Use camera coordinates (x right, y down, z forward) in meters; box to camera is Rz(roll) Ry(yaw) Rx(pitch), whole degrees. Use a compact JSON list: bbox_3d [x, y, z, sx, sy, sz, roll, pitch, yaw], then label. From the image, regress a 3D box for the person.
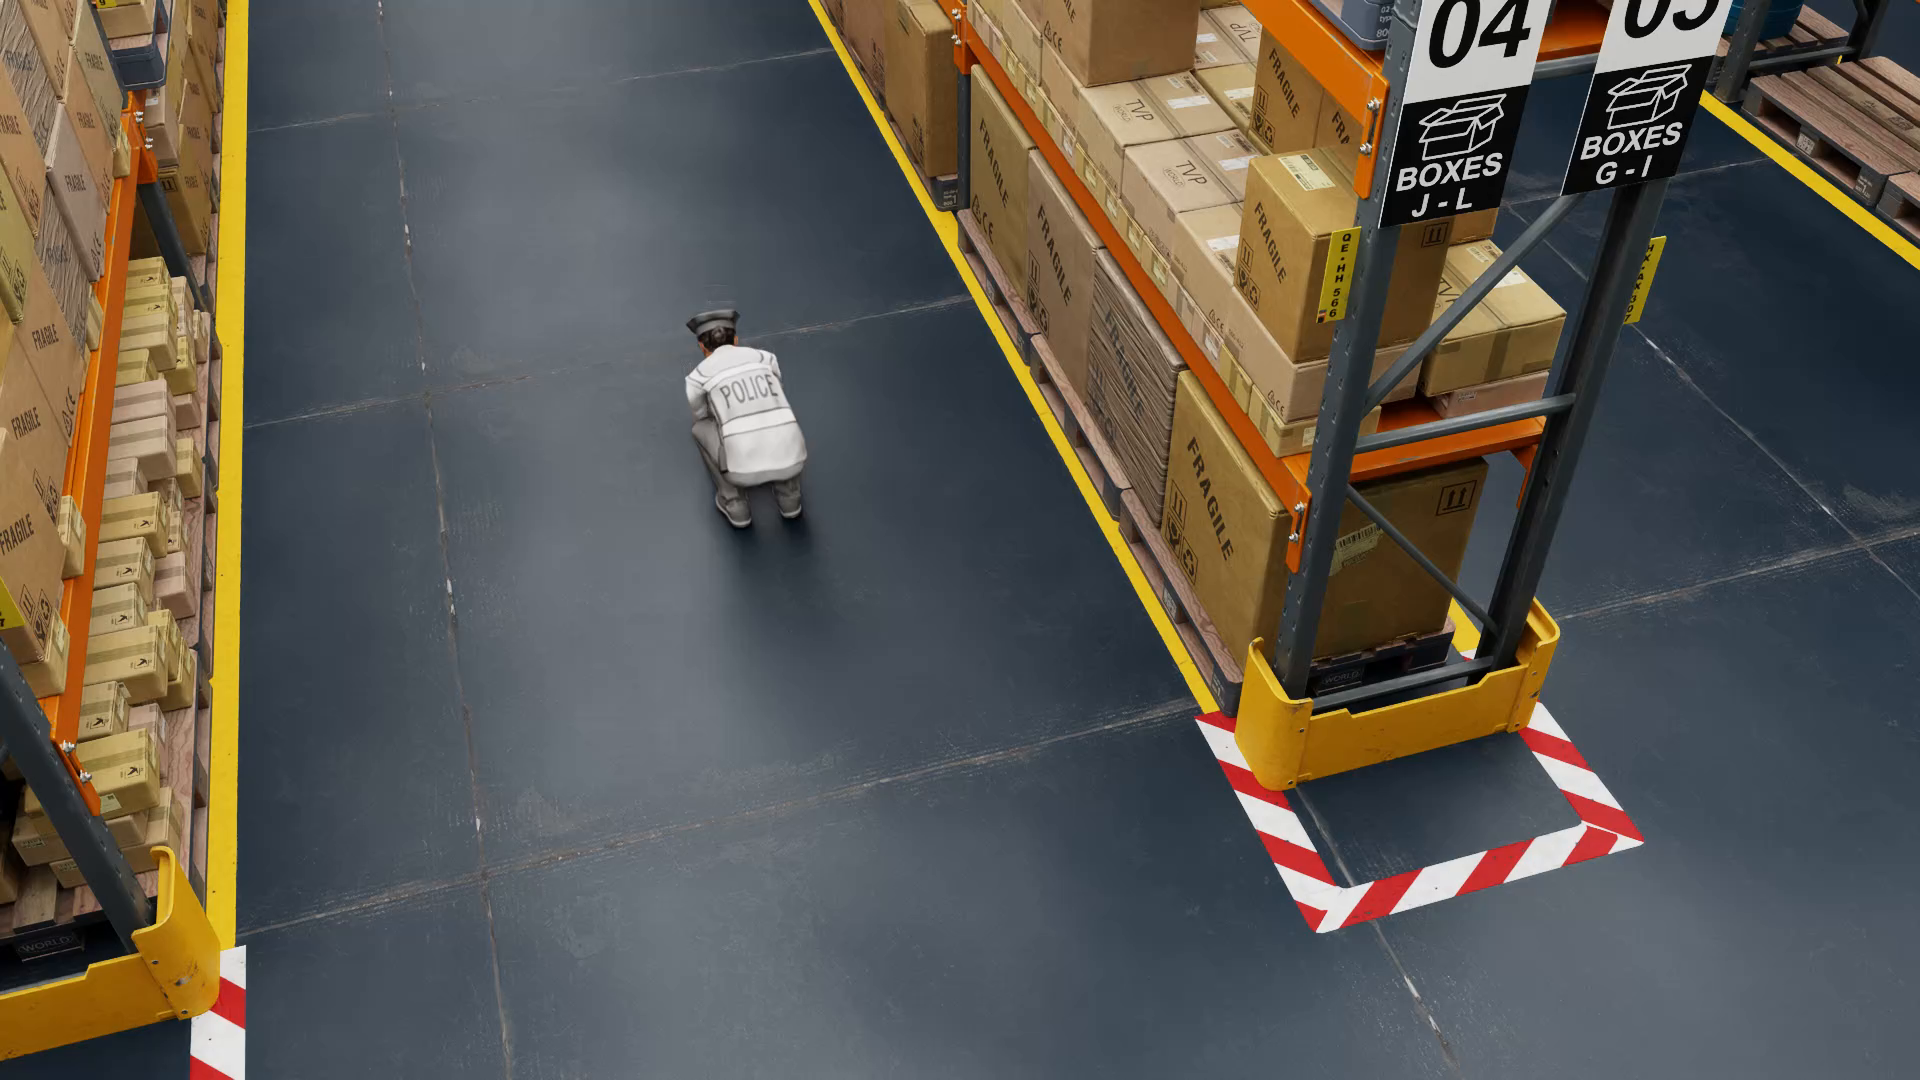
[{"bbox_3d":[-0.962,-0.523,7.443,0.474,0.853,0.886,-12,44,-13],"label":"person"}]
